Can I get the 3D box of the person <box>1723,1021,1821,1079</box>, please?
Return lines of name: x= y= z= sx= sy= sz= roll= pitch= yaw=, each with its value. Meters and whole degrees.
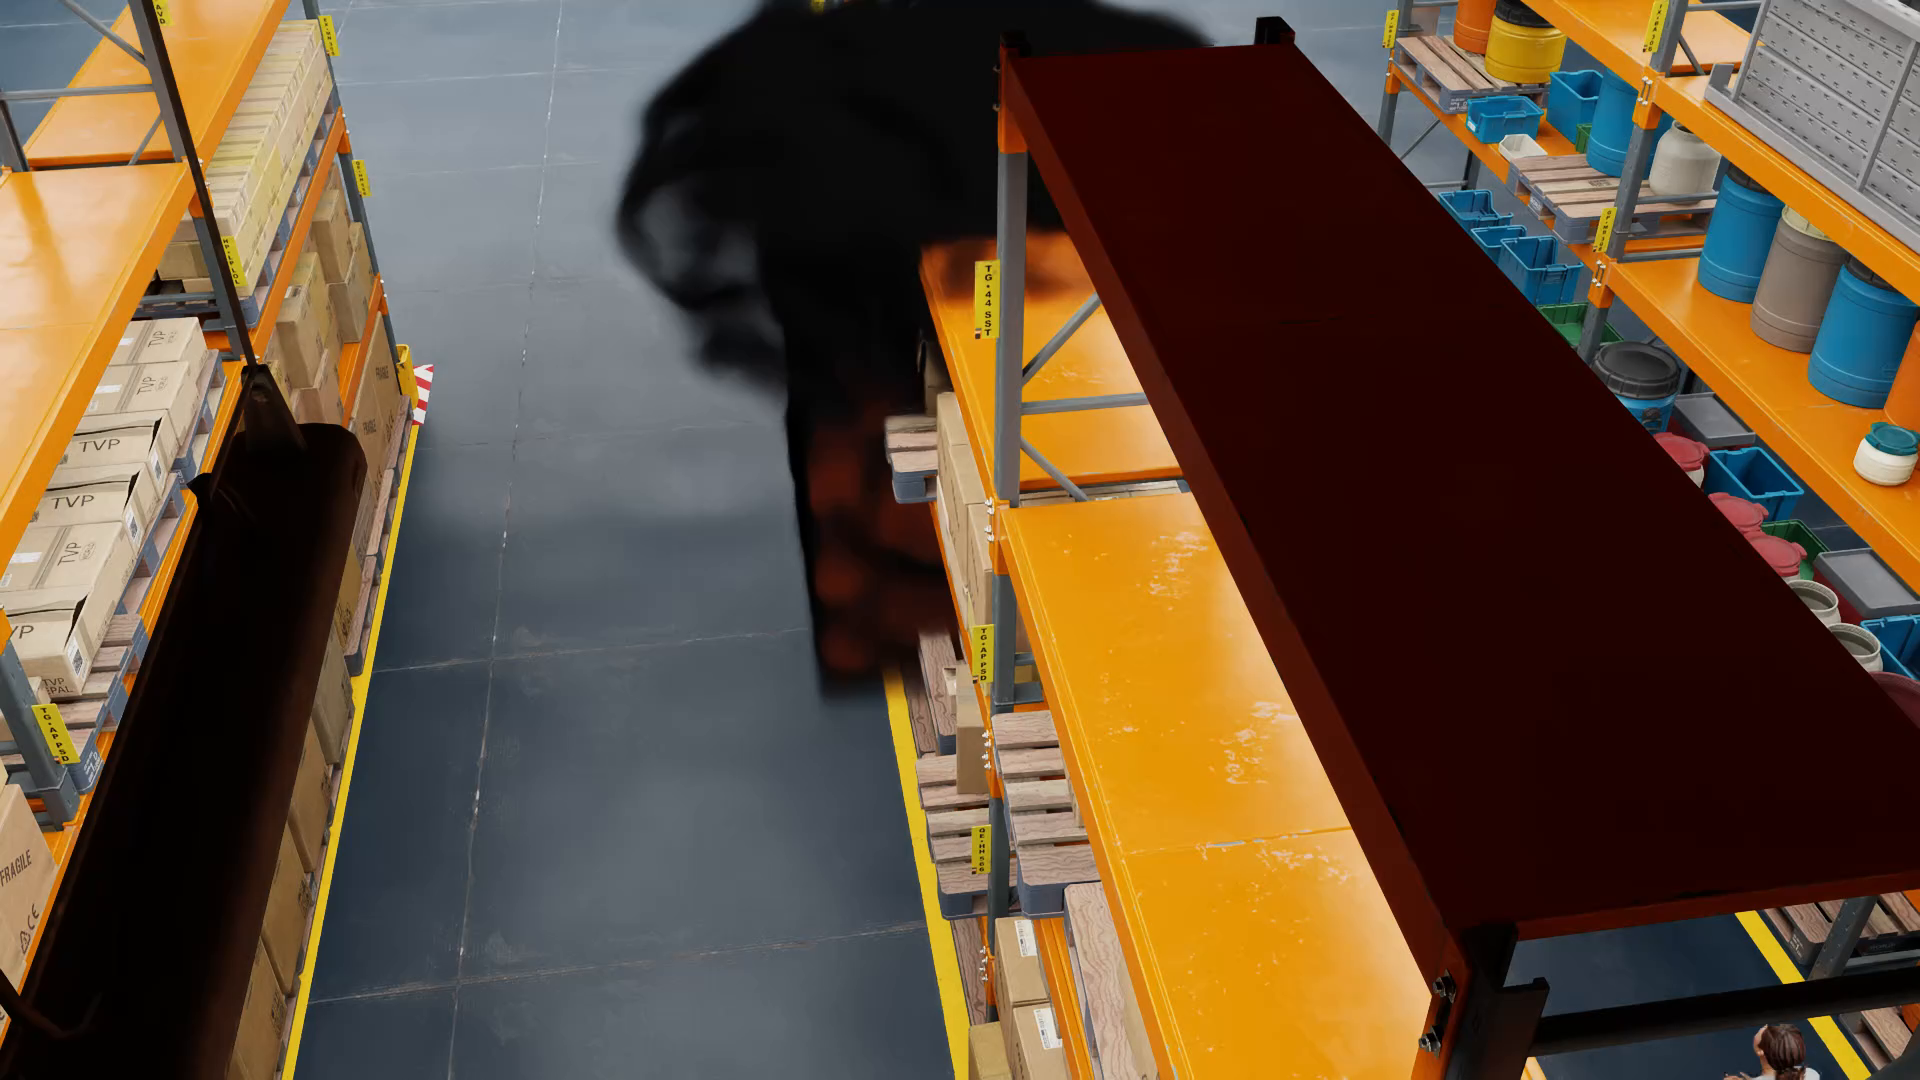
person: x=3.676 y=2.894 z=7.717 sx=0.554 sy=1.581 sz=0.686 roll=-6 pitch=37 yaw=-8
